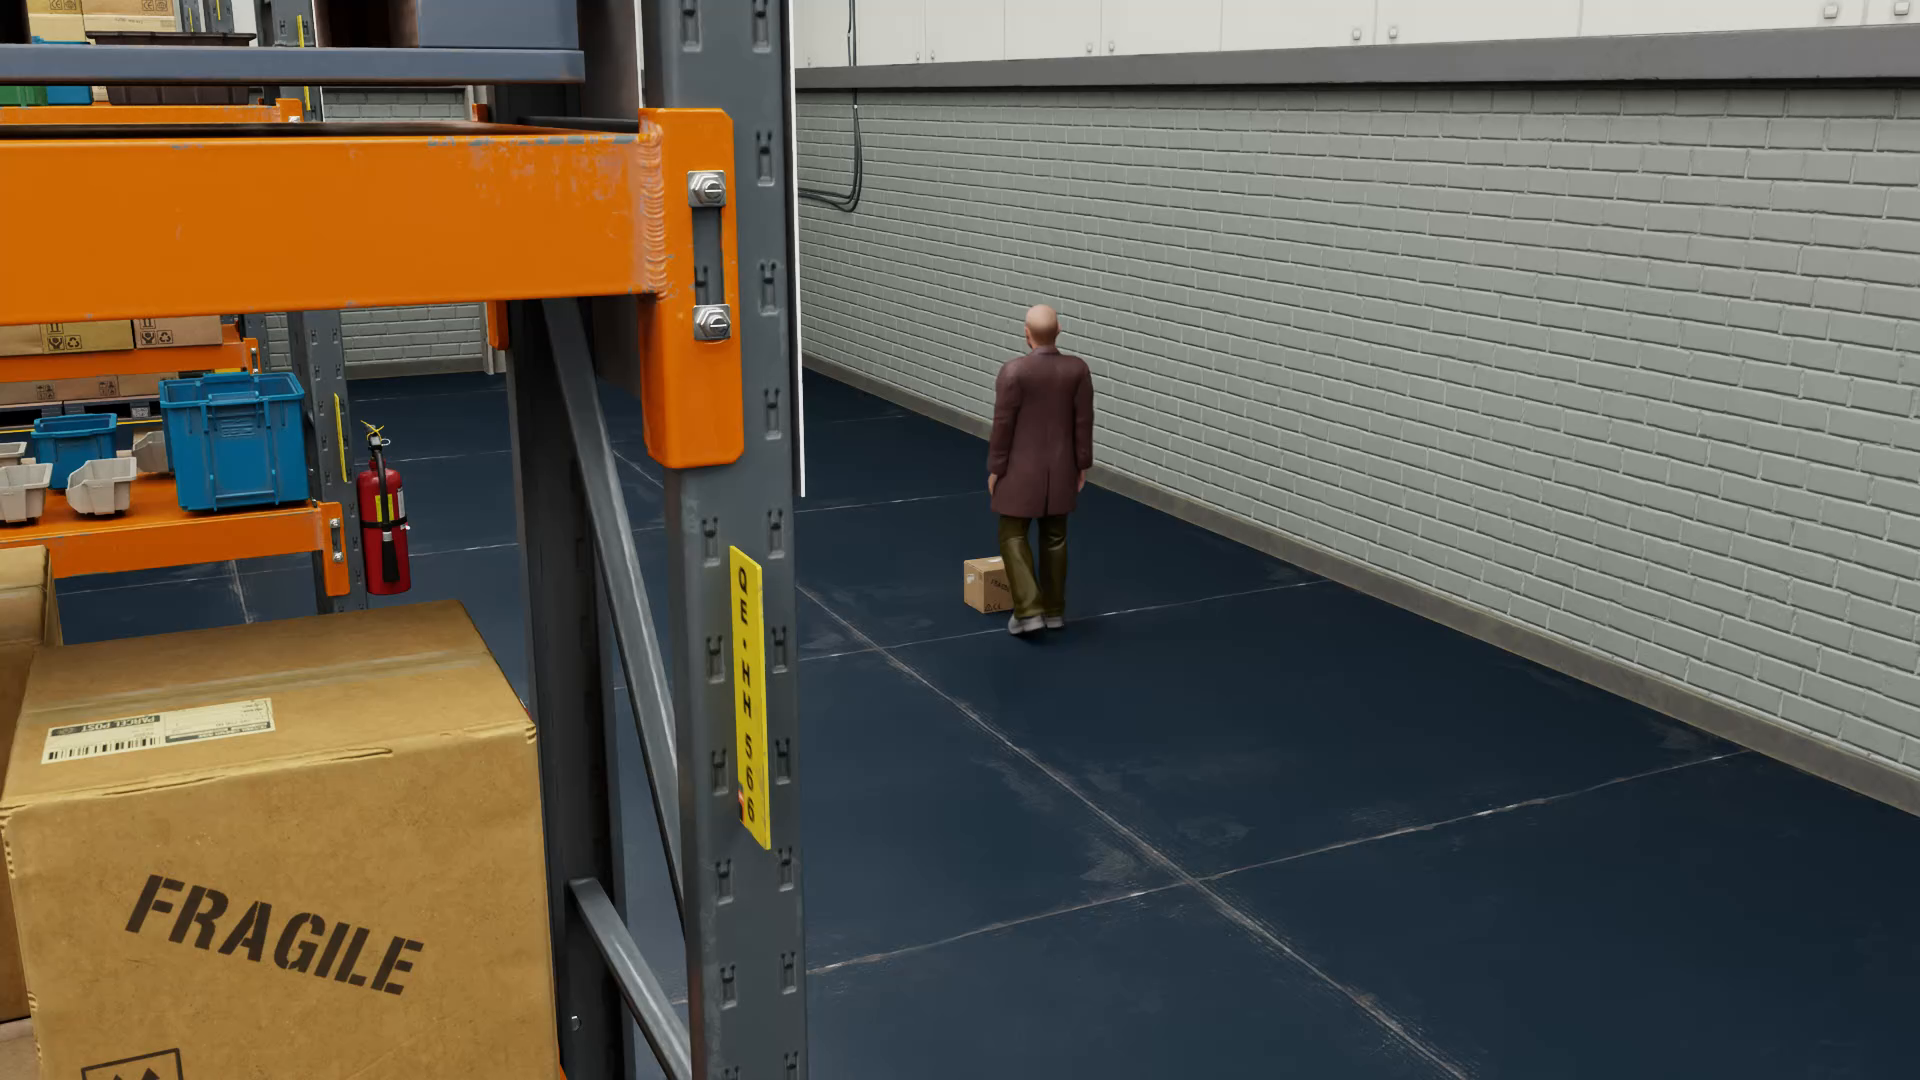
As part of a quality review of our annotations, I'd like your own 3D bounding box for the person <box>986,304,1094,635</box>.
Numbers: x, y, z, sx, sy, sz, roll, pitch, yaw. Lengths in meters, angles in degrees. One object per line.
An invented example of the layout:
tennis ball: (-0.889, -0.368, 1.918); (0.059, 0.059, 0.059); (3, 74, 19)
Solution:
person: (0.424, -0.371, 8.894); (0.609, 1.783, 0.617); (-5, 16, -19)
